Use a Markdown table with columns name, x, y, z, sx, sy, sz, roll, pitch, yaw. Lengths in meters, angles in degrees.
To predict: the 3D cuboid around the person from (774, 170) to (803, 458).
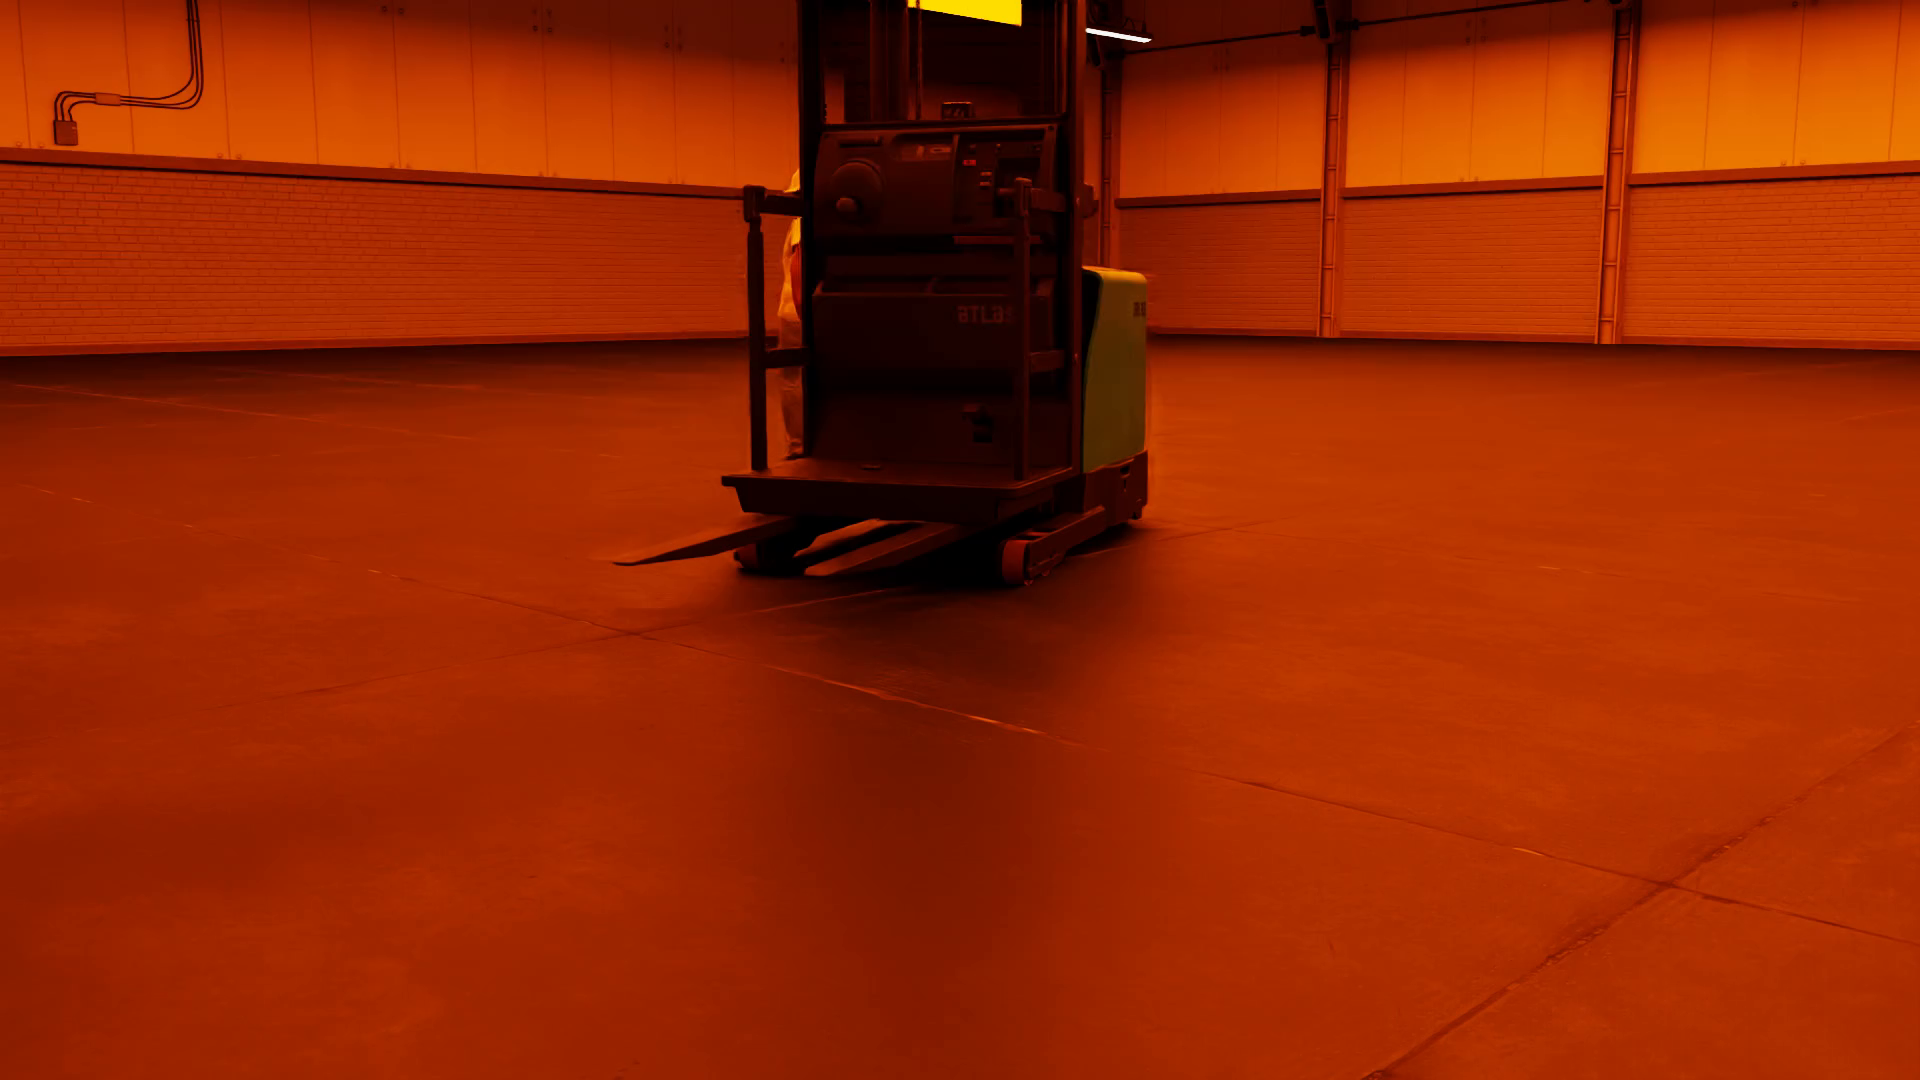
| name | x | y | z | sx | sy | sz | roll | pitch | yaw |
| --- | --- | --- | --- | --- | --- | --- | --- | --- | --- |
| person | -0.823 | -1.270 | 9.597 | 0.604 | 1.738 | 0.936 | -5 | 10 | -28 |

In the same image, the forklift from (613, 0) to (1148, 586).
| name | x | y | z | sx | sy | sz | roll | pitch | yaw |
| --- | --- | --- | --- | --- | --- | --- | --- | --- | --- |
| forklift | -0.168 | -1.358 | 5.894 | 1.130 | 2.935 | 3.031 | 3 | 9 | 20 |
